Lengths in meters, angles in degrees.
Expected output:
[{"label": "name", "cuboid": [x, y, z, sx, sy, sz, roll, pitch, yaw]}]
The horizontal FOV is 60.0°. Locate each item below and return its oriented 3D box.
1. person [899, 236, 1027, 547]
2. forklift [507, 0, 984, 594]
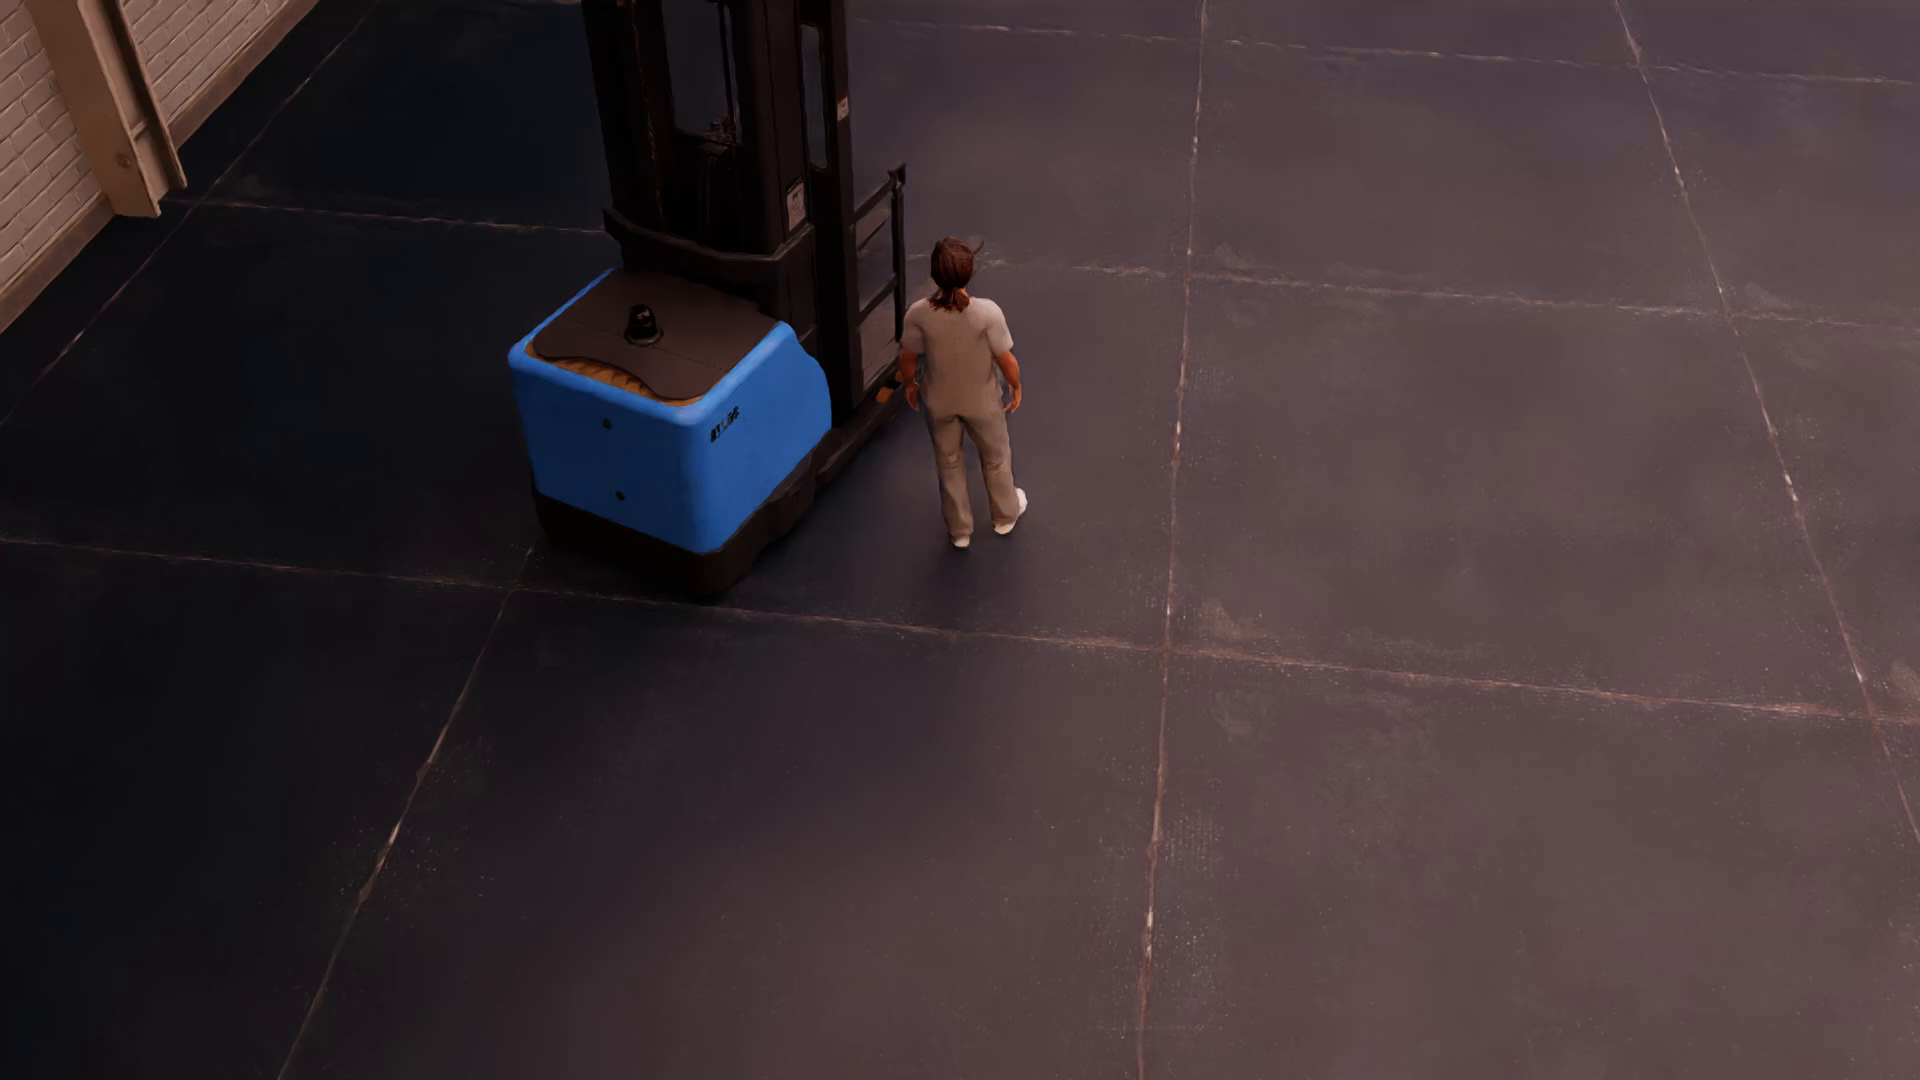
[{"label": "person", "cuboid": [0.023, -0.671, 7.371, 0.550, 1.674, 0.548, 5, 43, 6]}, {"label": "forklift", "cuboid": [-0.858, -1.830, 7.716, 1.130, 2.935, 3.031, 19, 46, 20]}]
